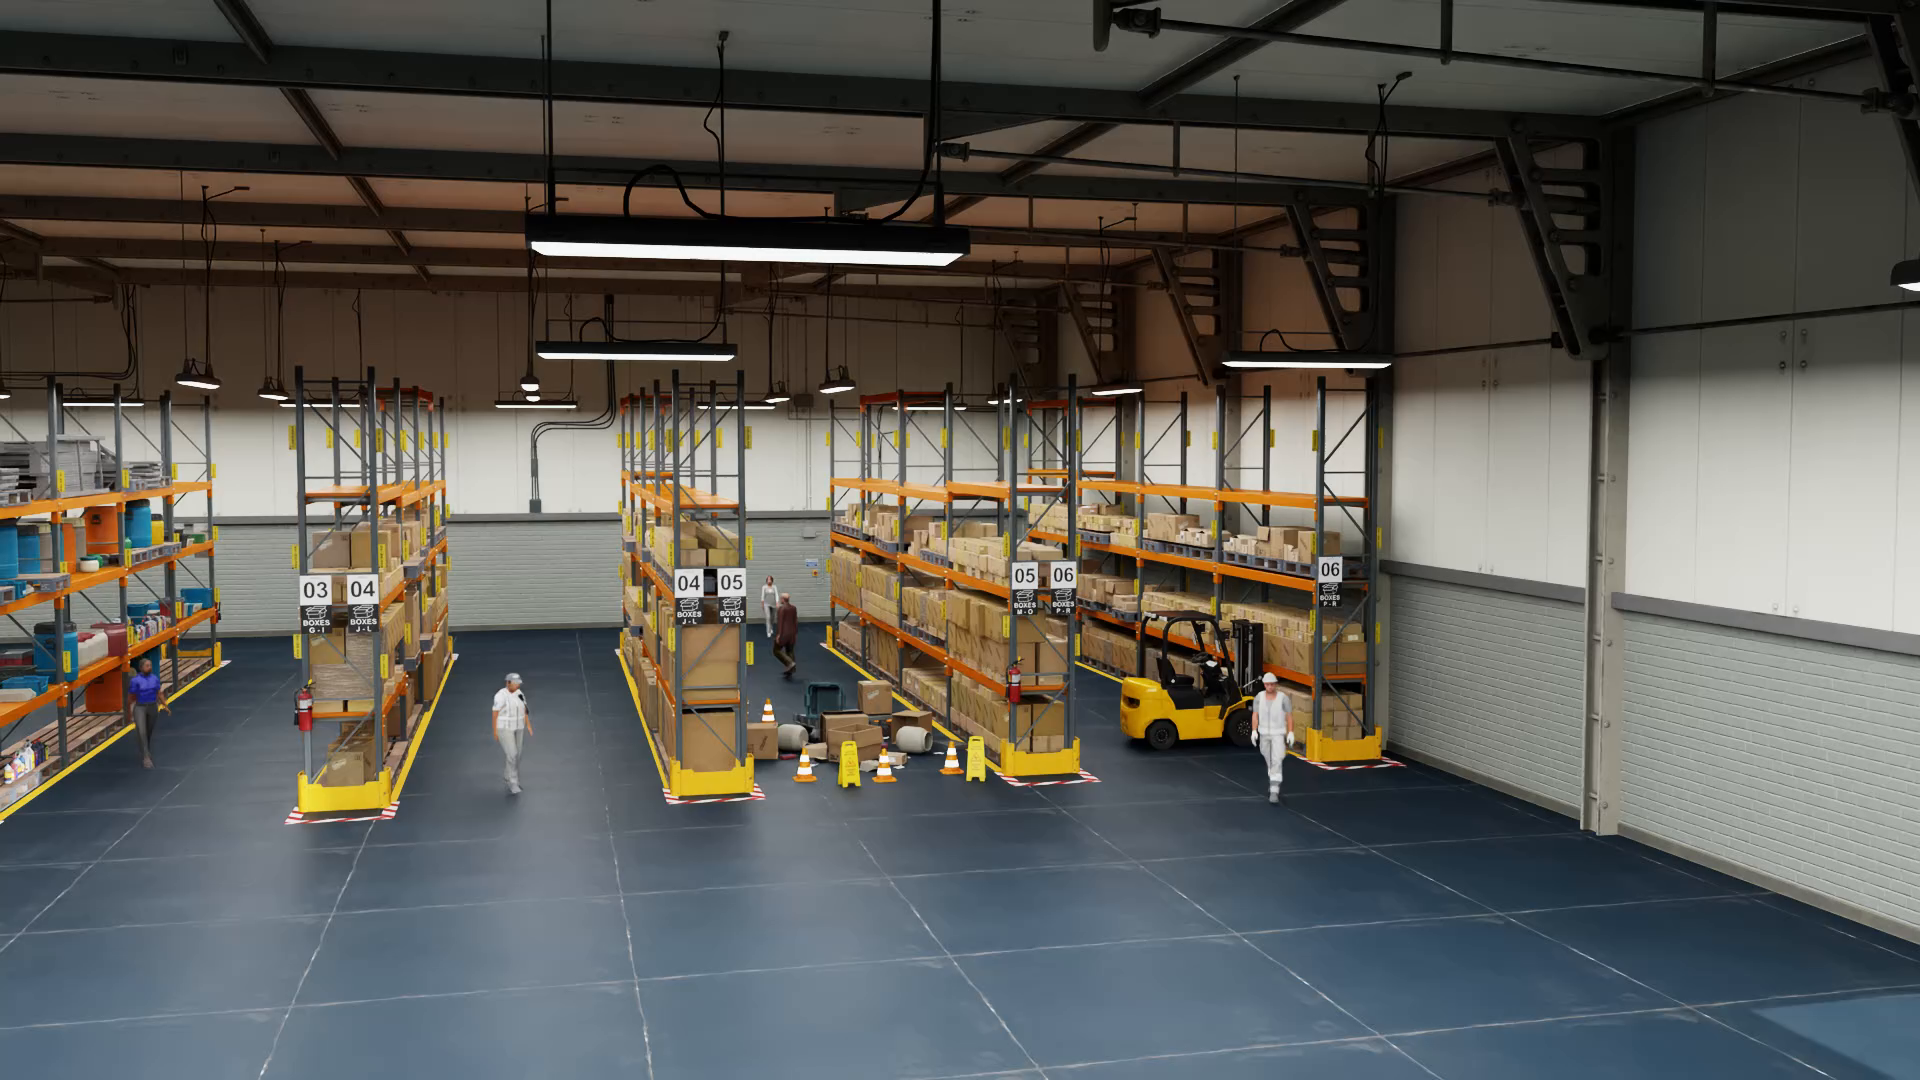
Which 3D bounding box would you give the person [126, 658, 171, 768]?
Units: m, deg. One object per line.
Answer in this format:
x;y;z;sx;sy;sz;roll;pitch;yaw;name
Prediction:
-12.568;2.640;25.750;0.564;1.616;0.964;-3;5;-45;person

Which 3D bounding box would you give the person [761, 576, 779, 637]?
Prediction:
-4.842;1.686;42.393;0.430;1.525;0.972;-1;4;-14;person

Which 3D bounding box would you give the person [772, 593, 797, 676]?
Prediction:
-3.643;2.005;35.187;0.577;1.775;0.632;2;4;35;person

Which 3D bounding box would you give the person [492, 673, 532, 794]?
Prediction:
-6.409;2.757;23.915;0.676;1.688;0.504;2;4;36;person

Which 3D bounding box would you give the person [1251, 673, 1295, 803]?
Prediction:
4.338;2.715;23.179;0.561;1.736;0.949;2;4;30;person
